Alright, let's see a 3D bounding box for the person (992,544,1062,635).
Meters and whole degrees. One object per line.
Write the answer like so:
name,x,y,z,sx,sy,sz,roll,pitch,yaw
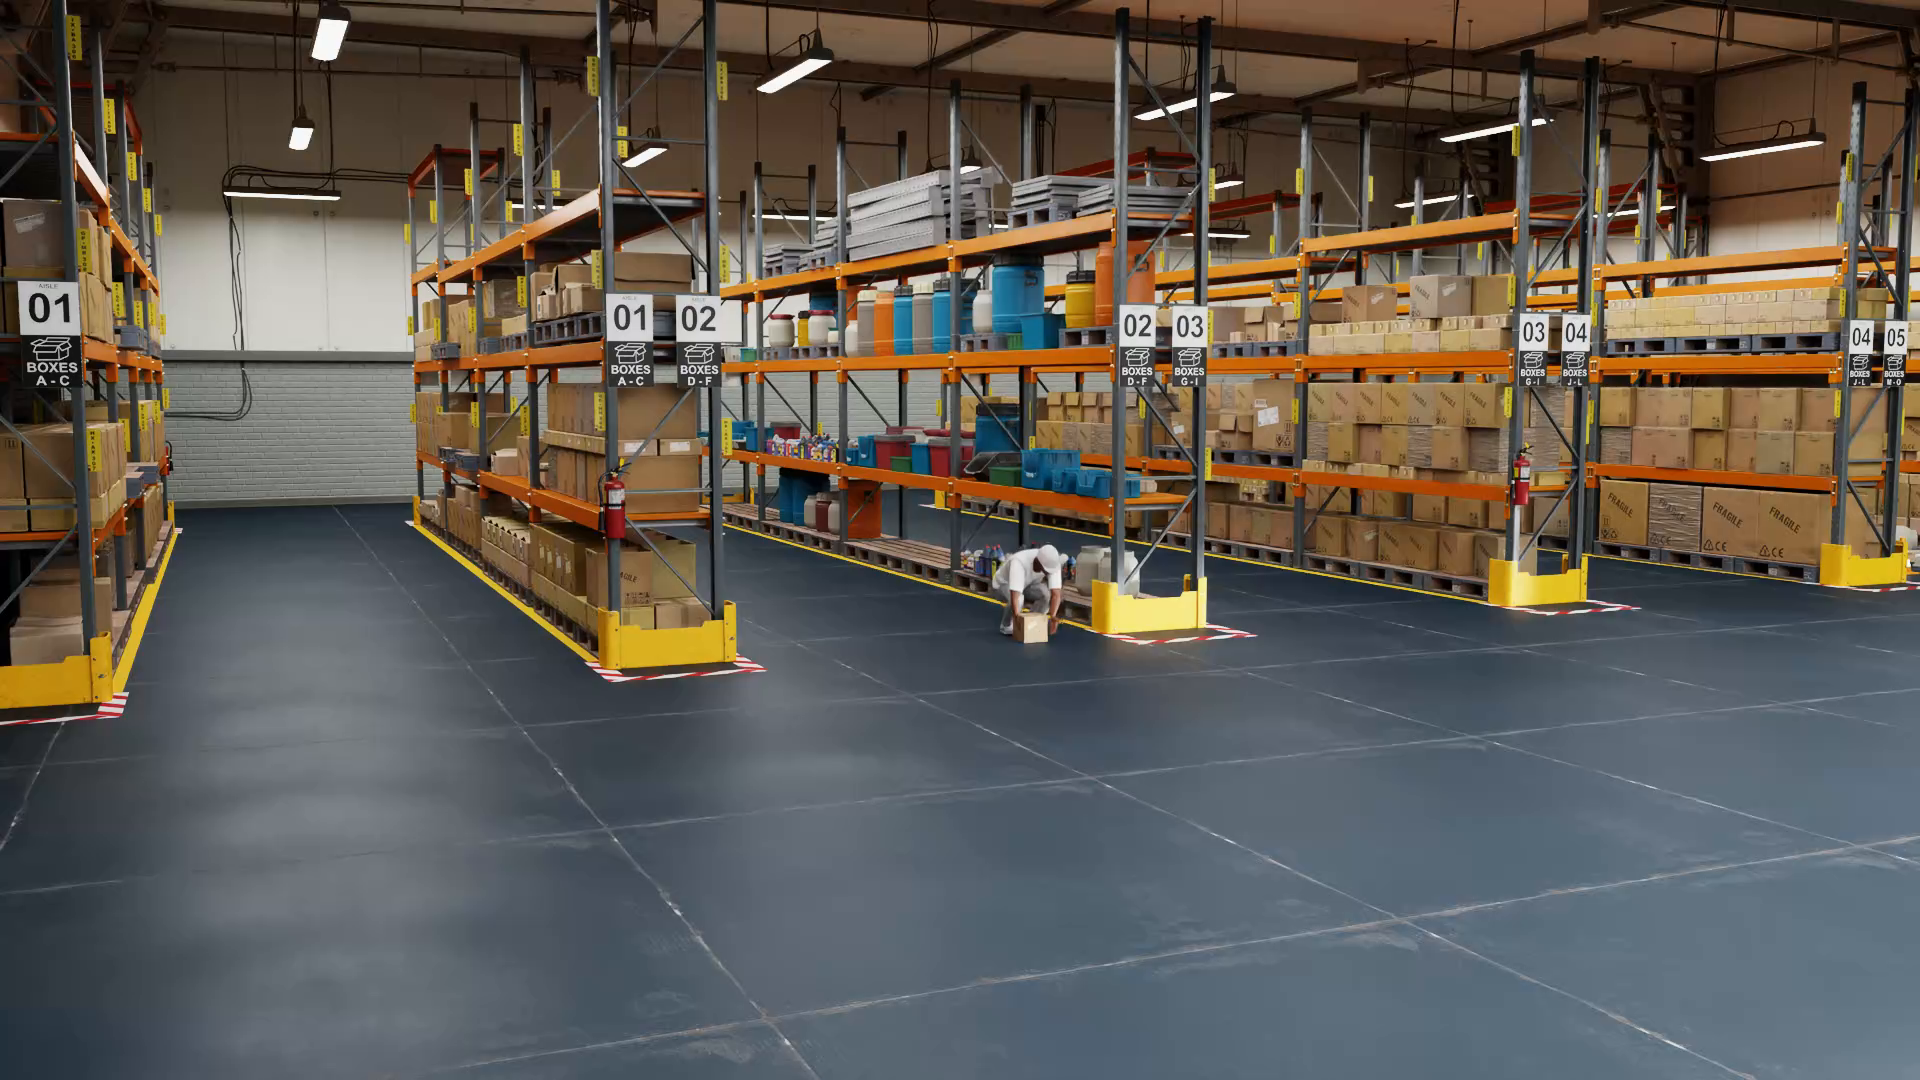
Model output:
person,0.675,0.474,16.126,0.587,0.924,0.900,-2,6,-24
